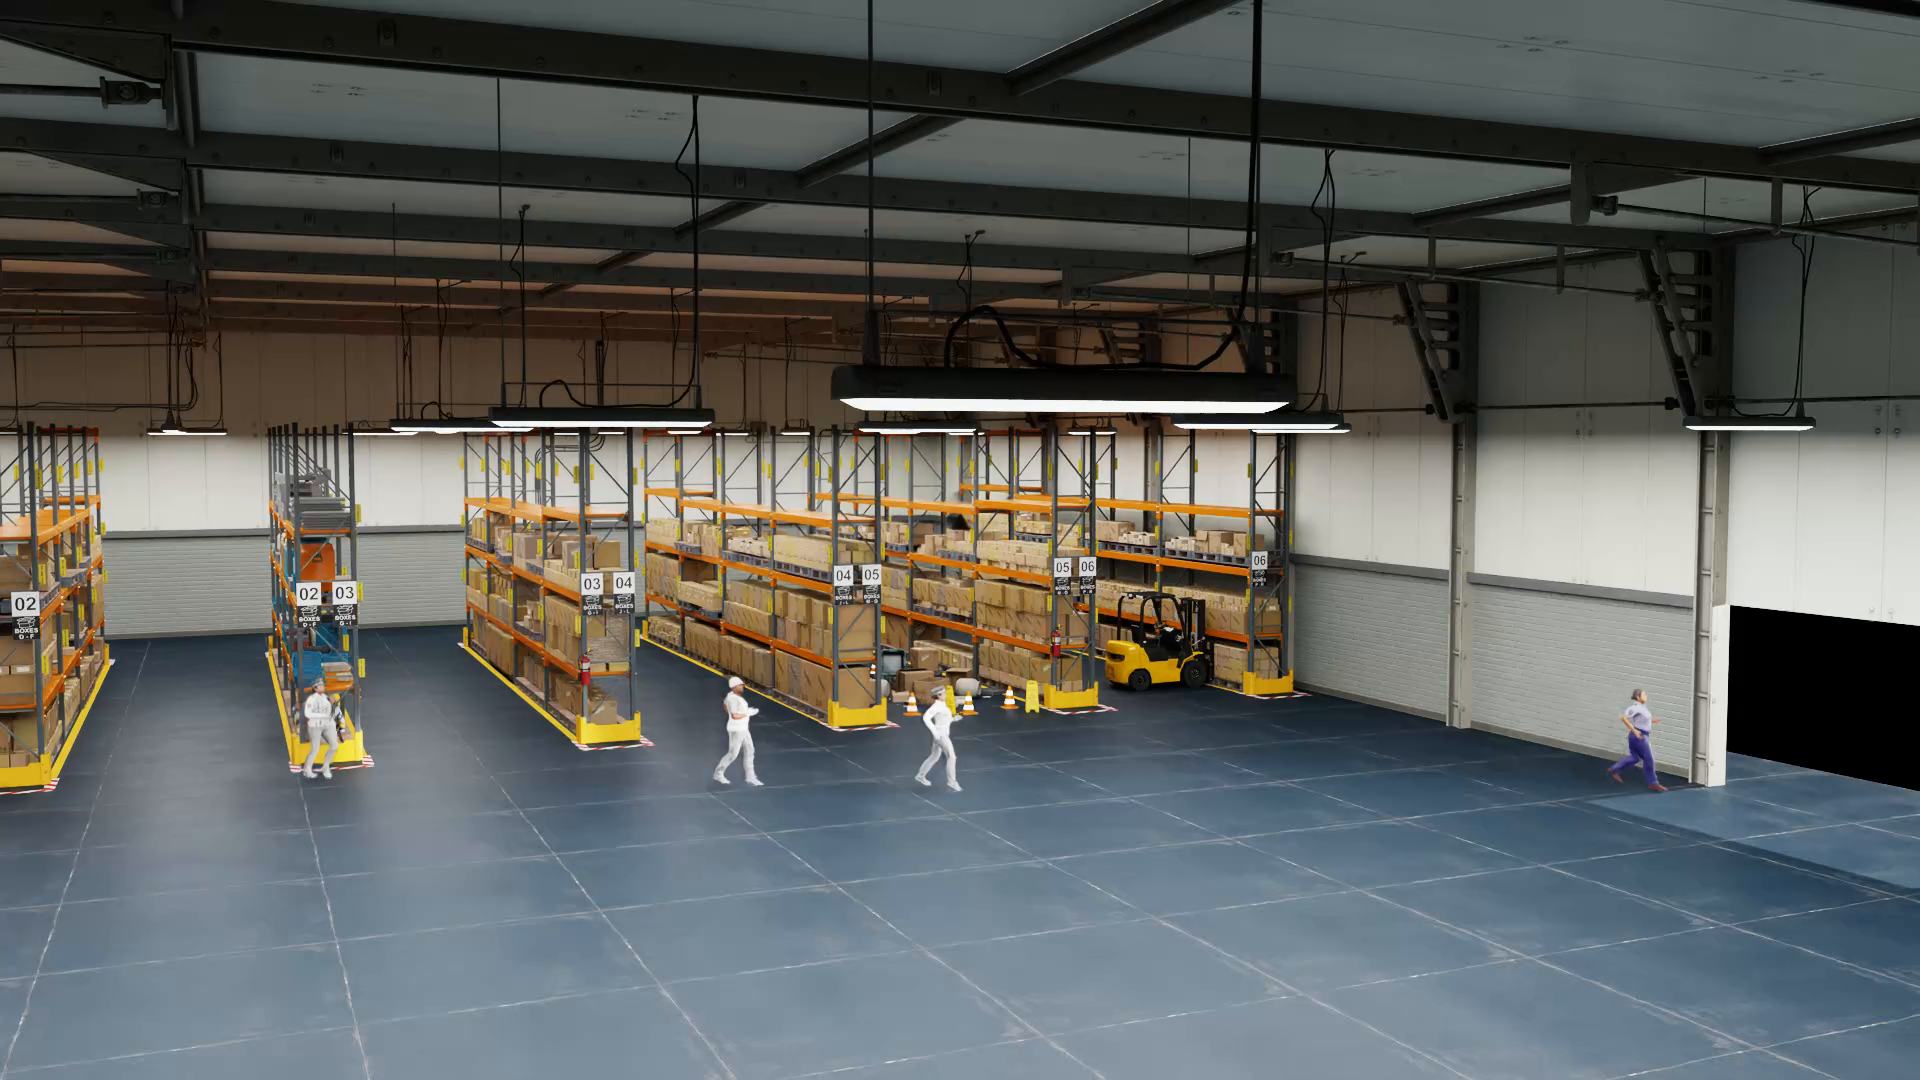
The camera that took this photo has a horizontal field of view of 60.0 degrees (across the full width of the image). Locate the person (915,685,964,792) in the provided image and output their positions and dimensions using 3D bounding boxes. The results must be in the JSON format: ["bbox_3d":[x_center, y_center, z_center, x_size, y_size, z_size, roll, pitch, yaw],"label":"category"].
[{"bbox_3d":[-0.337,3.216,27.008,0.807,1.742,0.587,0,3,2],"label":"person"}]

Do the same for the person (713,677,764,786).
[{"bbox_3d":[-3.644,3.146,27.237,0.824,1.823,0.664,0,3,5],"label":"person"}]

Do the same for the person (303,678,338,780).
[{"bbox_3d":[-10.744,3.174,27.941,0.606,1.719,0.617,1,4,23],"label":"person"}]

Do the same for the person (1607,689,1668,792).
[{"bbox_3d":[11.057,3.229,27.059,0.908,1.631,0.607,2,4,27],"label":"person"}]
